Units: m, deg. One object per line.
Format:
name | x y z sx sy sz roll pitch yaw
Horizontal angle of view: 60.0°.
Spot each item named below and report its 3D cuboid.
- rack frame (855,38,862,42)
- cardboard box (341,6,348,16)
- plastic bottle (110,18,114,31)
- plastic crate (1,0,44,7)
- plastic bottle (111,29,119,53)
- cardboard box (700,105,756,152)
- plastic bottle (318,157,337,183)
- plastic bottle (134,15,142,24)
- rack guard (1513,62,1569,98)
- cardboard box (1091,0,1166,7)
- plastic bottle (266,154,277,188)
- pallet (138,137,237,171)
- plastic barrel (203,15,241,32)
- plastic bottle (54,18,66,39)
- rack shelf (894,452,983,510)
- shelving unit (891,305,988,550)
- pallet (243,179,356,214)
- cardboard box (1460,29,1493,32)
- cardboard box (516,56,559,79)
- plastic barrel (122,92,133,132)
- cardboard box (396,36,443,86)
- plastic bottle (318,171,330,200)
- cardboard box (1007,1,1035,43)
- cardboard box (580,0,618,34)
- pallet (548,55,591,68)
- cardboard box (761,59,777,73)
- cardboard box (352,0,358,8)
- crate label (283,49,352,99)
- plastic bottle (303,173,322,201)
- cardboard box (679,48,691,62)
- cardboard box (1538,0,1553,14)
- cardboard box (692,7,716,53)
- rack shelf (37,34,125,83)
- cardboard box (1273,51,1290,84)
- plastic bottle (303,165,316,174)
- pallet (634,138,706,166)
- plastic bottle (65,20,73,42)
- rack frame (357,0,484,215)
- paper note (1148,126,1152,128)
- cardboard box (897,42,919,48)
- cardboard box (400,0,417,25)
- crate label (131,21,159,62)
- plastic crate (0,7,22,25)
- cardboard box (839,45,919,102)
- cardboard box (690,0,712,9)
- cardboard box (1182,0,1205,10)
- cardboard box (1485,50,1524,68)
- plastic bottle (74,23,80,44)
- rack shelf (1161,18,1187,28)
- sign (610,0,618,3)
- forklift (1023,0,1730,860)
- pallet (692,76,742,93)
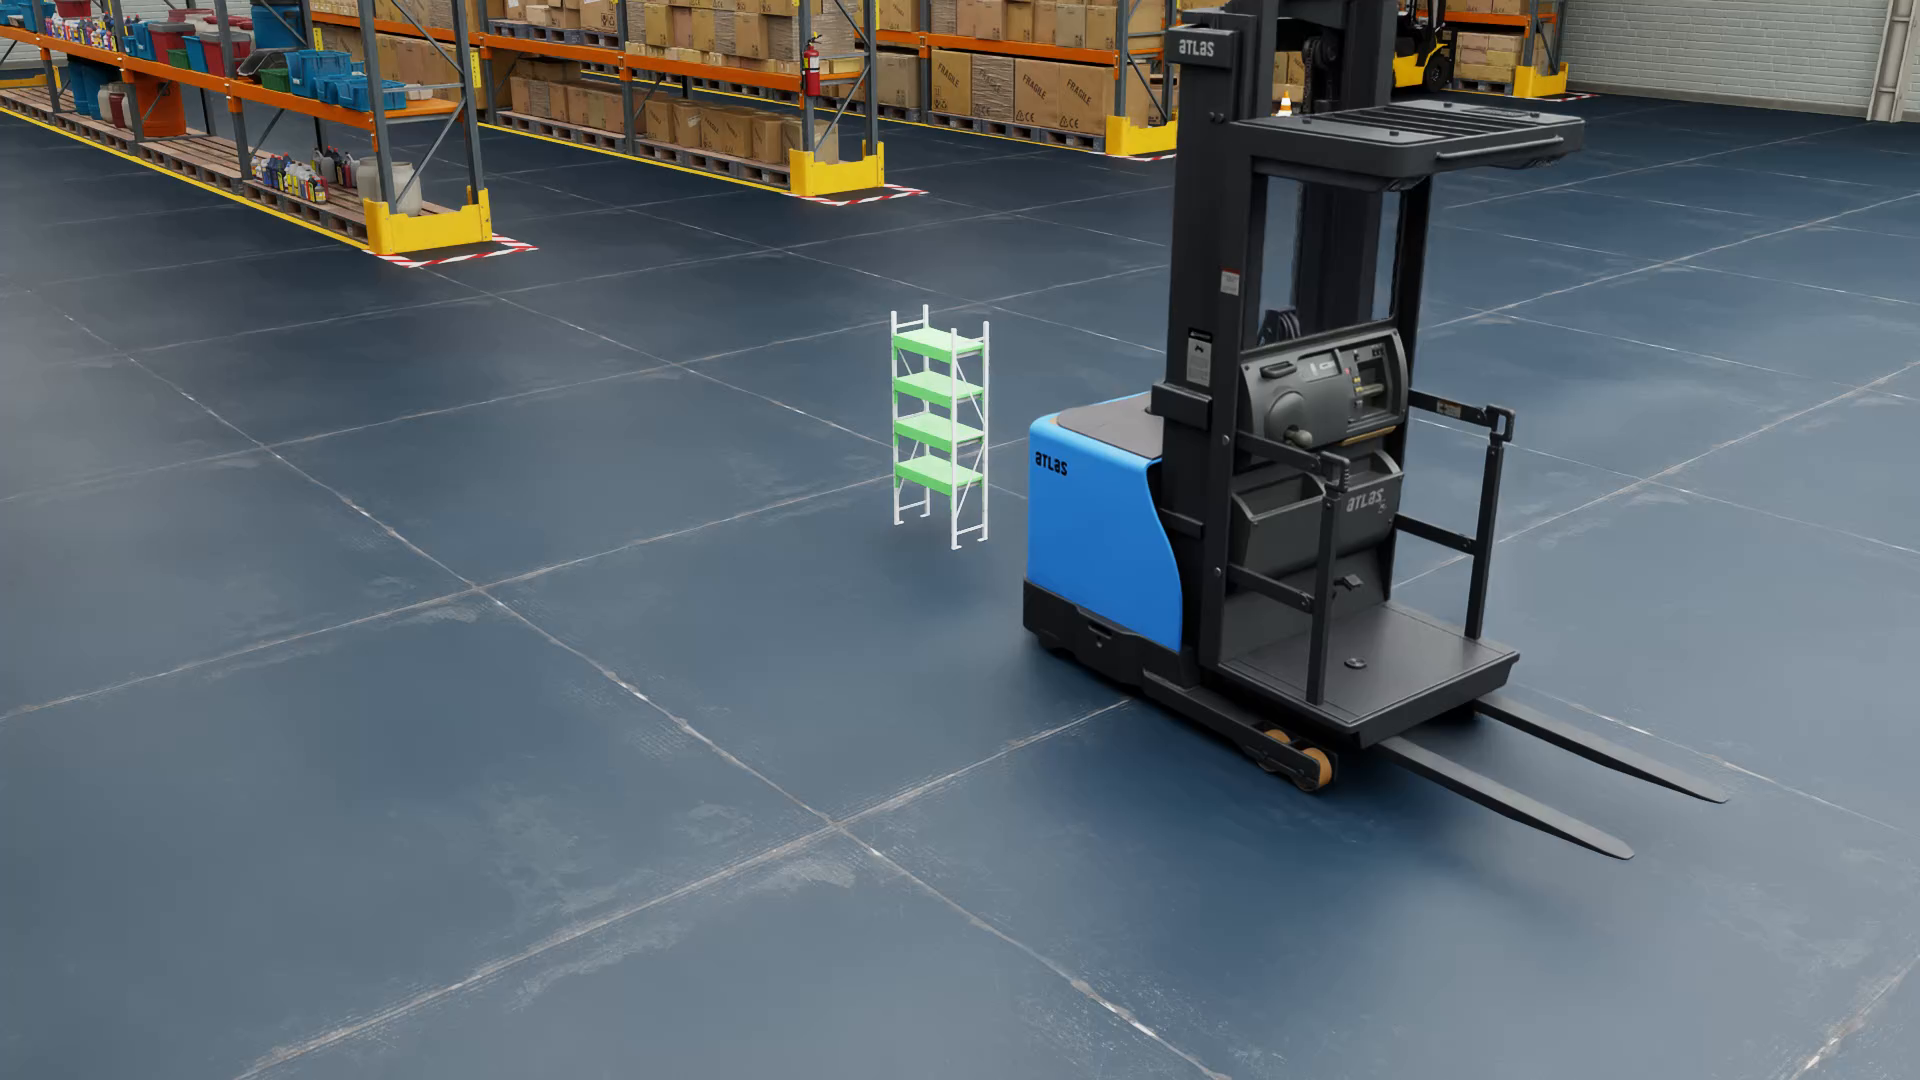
rack frame | -1.703 -11.155 33.352 1.000 3.000 0.127 -17 27 -37
cardboard box | -10.162 -8.898 27.934 0.380 0.149 0.250 -17 27 -36
plastic bottle | -11.976 -7.250 23.558 0.097 0.271 0.097 0 21 0
plastic crate | -15.214 -8.718 27.000 0.616 0.435 0.499 -17 27 -37
plastic bottle | -10.939 -6.468 21.544 0.061 0.283 0.133 -17 27 -37
cardboard box | -2.914 -5.188 20.968 0.500 0.500 0.500 19 29 40
plastic bottle | -7.073 -4.139 18.569 0.152 0.276 0.135 -17 27 -37
plastic bottle | -11.396 -7.114 23.101 0.144 0.351 0.185 -17 27 -37
rack guard | 9.903 -7.852 28.345 1.175 0.500 0.348 -17 27 -37
cardboard box | 2.233 -7.318 21.868 0.875 0.550 0.550 -17 27 -37
plastic bottle | -7.529 -4.056 18.256 0.144 0.351 0.185 -17 27 -36
pallet | -9.876 -4.990 21.435 1.003 0.211 1.213 -17 27 -37
plastic barrel | -8.961 -6.109 20.281 0.433 0.535 0.433 0 21 0
plastic bottle | -12.711 -7.239 23.524 0.152 0.276 0.135 -17 27 -37
rack shelf | -0.108 -0.321 8.993 0.258 0.148 0.480 -17 27 -37
shelving unit | -0.108 -0.604 8.882 0.258 1.200 0.503 -17 27 -37
pallet | -7.334 -3.913 18.684 1.003 0.211 1.213 -17 27 -37
cardboard box | 9.070 -8.859 29.313 0.500 0.250 0.500 -18 27 -38
cardboard box | -6.140 -6.903 24.291 0.500 0.250 0.500 -16 27 -35
plastic barrel | -11.121 -5.815 22.552 0.421 0.512 0.421 0 21 0
cardboard box | -8.194 -7.583 26.570 1.225 0.875 0.875 -19 28 -39
plastic bottle | -6.725 -3.746 17.557 0.061 0.283 0.133 -17 27 -37
cardboard box | 1.146 -7.263 23.209 0.875 0.550 0.500 -17 27 -37
cardboard box | -4.401 -7.313 22.145 1.000 1.000 1.000 -17 27 -37
pallet | -7.445 -9.502 32.954 1.003 0.211 1.213 -17 27 -37
cardboard box | -2.085 -5.519 19.307 0.380 0.149 0.250 -17 27 -37
cardboard box | -9.698 -8.924 27.453 0.500 0.250 0.500 -18 28 -38
crate label | -6.536 -4.762 16.981 0.502 0.435 0.616 -17 27 -37
plastic bottle | -6.805 -3.717 17.493 0.152 0.276 0.135 -17 27 -37
cardboard box | -3.242 -5.998 20.530 0.380 0.149 0.250 -17 27 -37
cardboard box | 9.775 -9.272 28.406 0.500 0.500 0.500 -16 27 -36
cardboard box | -2.745 -6.223 20.214 0.875 0.500 0.500 -17 27 -37
rack shelf | -11.658 -6.729 23.038 1.077 0.370 4.000 -17 27 -37
cardboard box | 5.066 -7.407 25.948 0.500 0.500 0.500 -16 27 -36
plastic bottle | -7.032 -3.894 17.945 0.152 0.276 0.135 -17 27 -37
pallet | -3.524 -5.110 21.742 1.003 0.211 1.213 -17 27 -37
plastic bottle | -12.345 -7.085 23.129 0.152 0.276 0.135 -17 27 -37
rack frame | -5.130 -4.301 15.853 1.000 3.000 0.127 -17 27 -37
paper note | 2.735 -6.076 24.457 0.144 0.017 0.142 -8 23 -19
cardboard box | -0.643 -9.961 32.641 0.875 0.875 0.875 -16 27 -36
cardboard box | -8.445 -8.379 26.126 0.500 0.500 0.500 -18 28 -39
crate label | -9.909 -6.189 20.625 0.502 0.435 0.616 -17 27 -37
plastic crate | -14.607 -8.079 25.644 0.416 0.233 0.300 -17 27 -37
cardboard box | -1.266 -7.304 26.028 1.050 0.750 0.750 -17 27 -37
cardboard box | -2.899 -6.640 19.908 0.500 0.500 0.500 -17 27 -37
cardboard box | 3.940 -8.809 26.816 0.500 0.500 0.500 -18 27 -38
cardboard box | 9.333 -8.230 28.393 0.500 0.250 0.500 -18 28 -38
plastic bottle | -12.075 -6.953 22.800 0.097 0.271 0.097 0 21 0
rack shelf | 4.824 -8.057 26.429 1.077 0.370 4.000 -17 27 -37
sign | -4.407 -6.992 21.134 0.100 0.325 0.005 -17 27 -37
forklift | 1.591 -0.589 6.470 1.130 2.935 3.031 -16 26 -35
pallet | -4.078 -8.098 29.371 1.003 0.211 1.213 -17 27 -37
